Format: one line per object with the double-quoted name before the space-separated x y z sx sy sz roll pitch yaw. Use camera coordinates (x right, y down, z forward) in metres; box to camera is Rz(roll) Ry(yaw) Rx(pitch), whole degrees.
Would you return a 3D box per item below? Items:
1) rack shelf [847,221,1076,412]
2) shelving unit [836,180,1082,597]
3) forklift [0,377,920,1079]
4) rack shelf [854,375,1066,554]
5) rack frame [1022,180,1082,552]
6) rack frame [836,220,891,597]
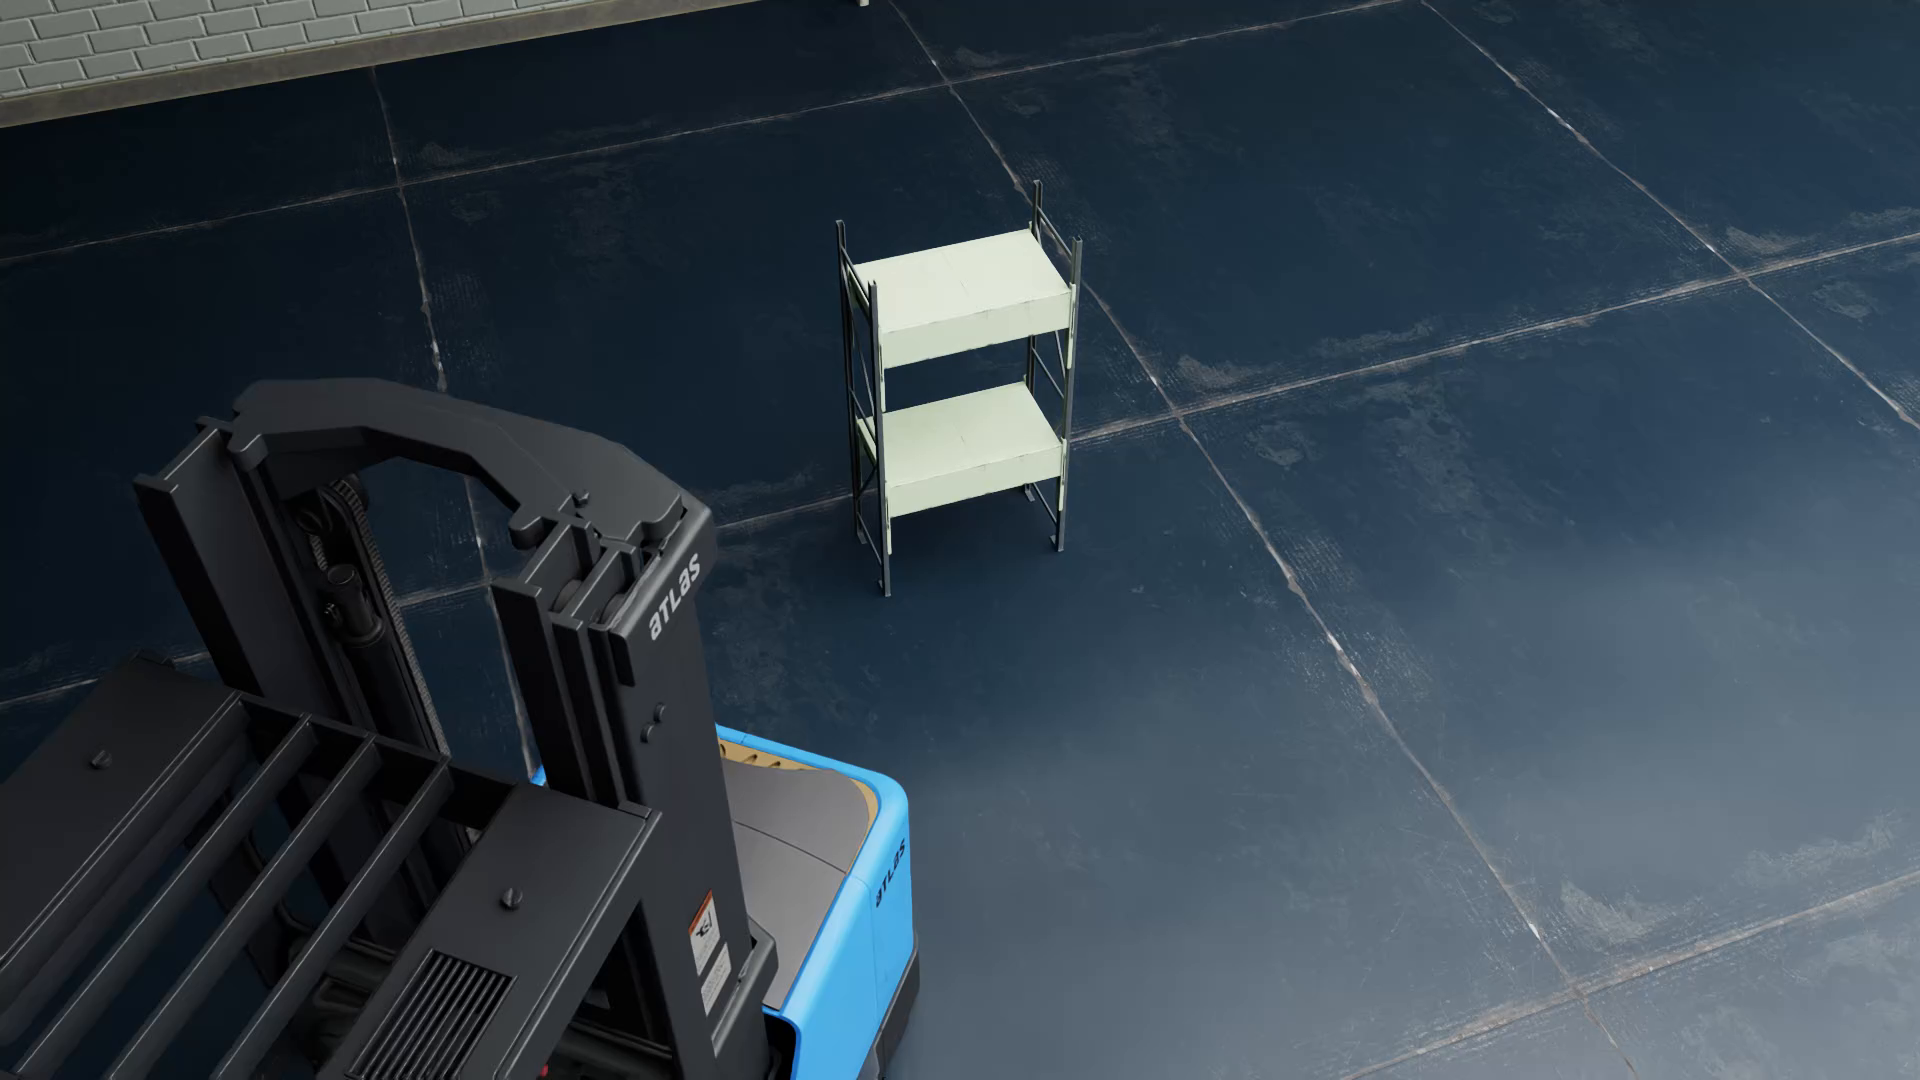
"rack shelf" -0.006 -0.803 5.941 0.720 0.370 0.431 -14 47 -14
"shelving unit" -0.006 -0.528 6.217 0.755 1.500 0.431 -14 47 -14
"forklift" -1.111 1.252 3.433 1.130 2.935 3.031 15 47 14
"rack shelf" -0.006 -0.298 6.448 0.720 0.370 0.431 -14 47 -14
"rack frame" 0.338 -0.616 6.305 0.023 1.500 0.400 -14 47 -14
"rack frame" -0.351 -0.440 6.129 0.023 1.500 0.400 -14 47 -14
